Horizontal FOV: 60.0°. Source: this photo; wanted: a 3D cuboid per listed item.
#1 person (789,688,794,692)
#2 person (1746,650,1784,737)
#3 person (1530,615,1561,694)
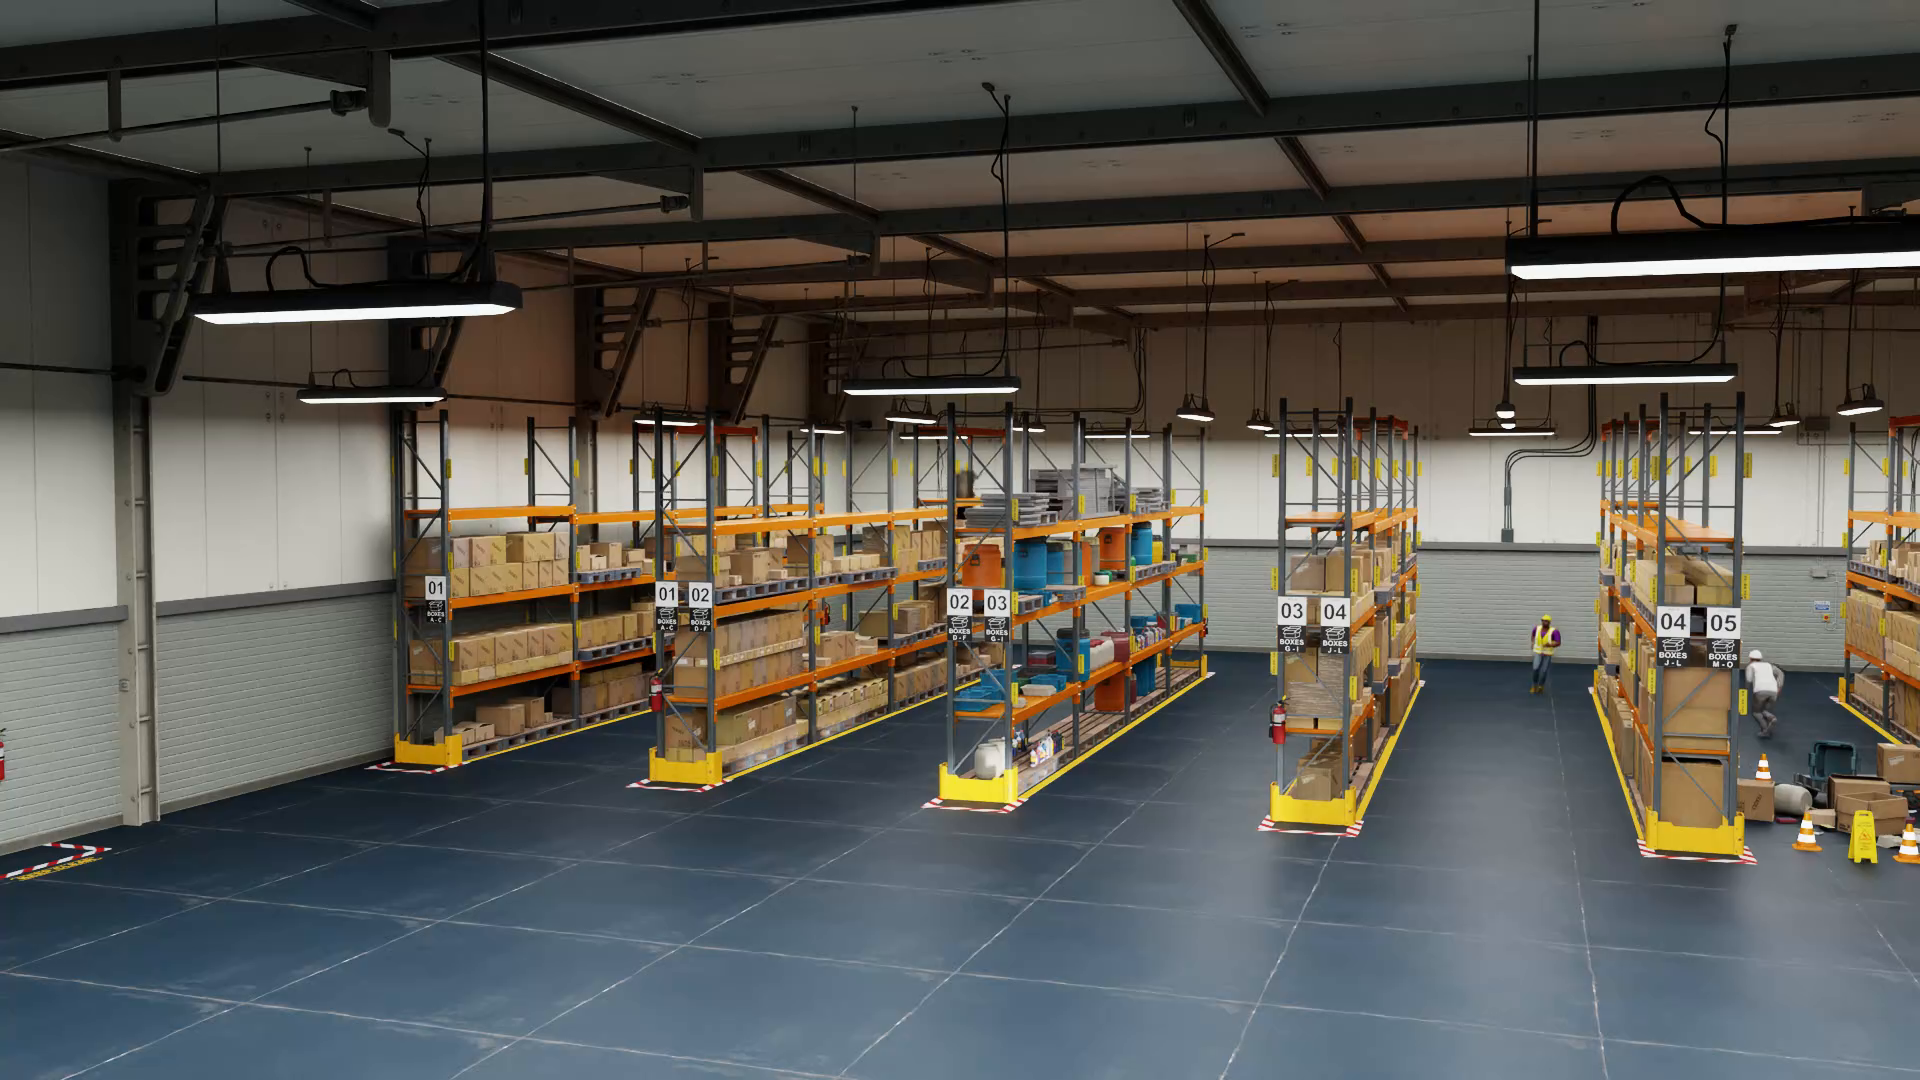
[{"bbox_3d":[-3.897,2.563,37.737,0.576,1.663,0.955,0,2,1],"label":"person"},{"bbox_3d":[15.081,2.881,31.157,0.682,1.586,0.892,0,2,-3],"label":"person"},{"bbox_3d":[13.005,2.550,36.946,0.663,1.785,0.708,1,3,27],"label":"person"}]
